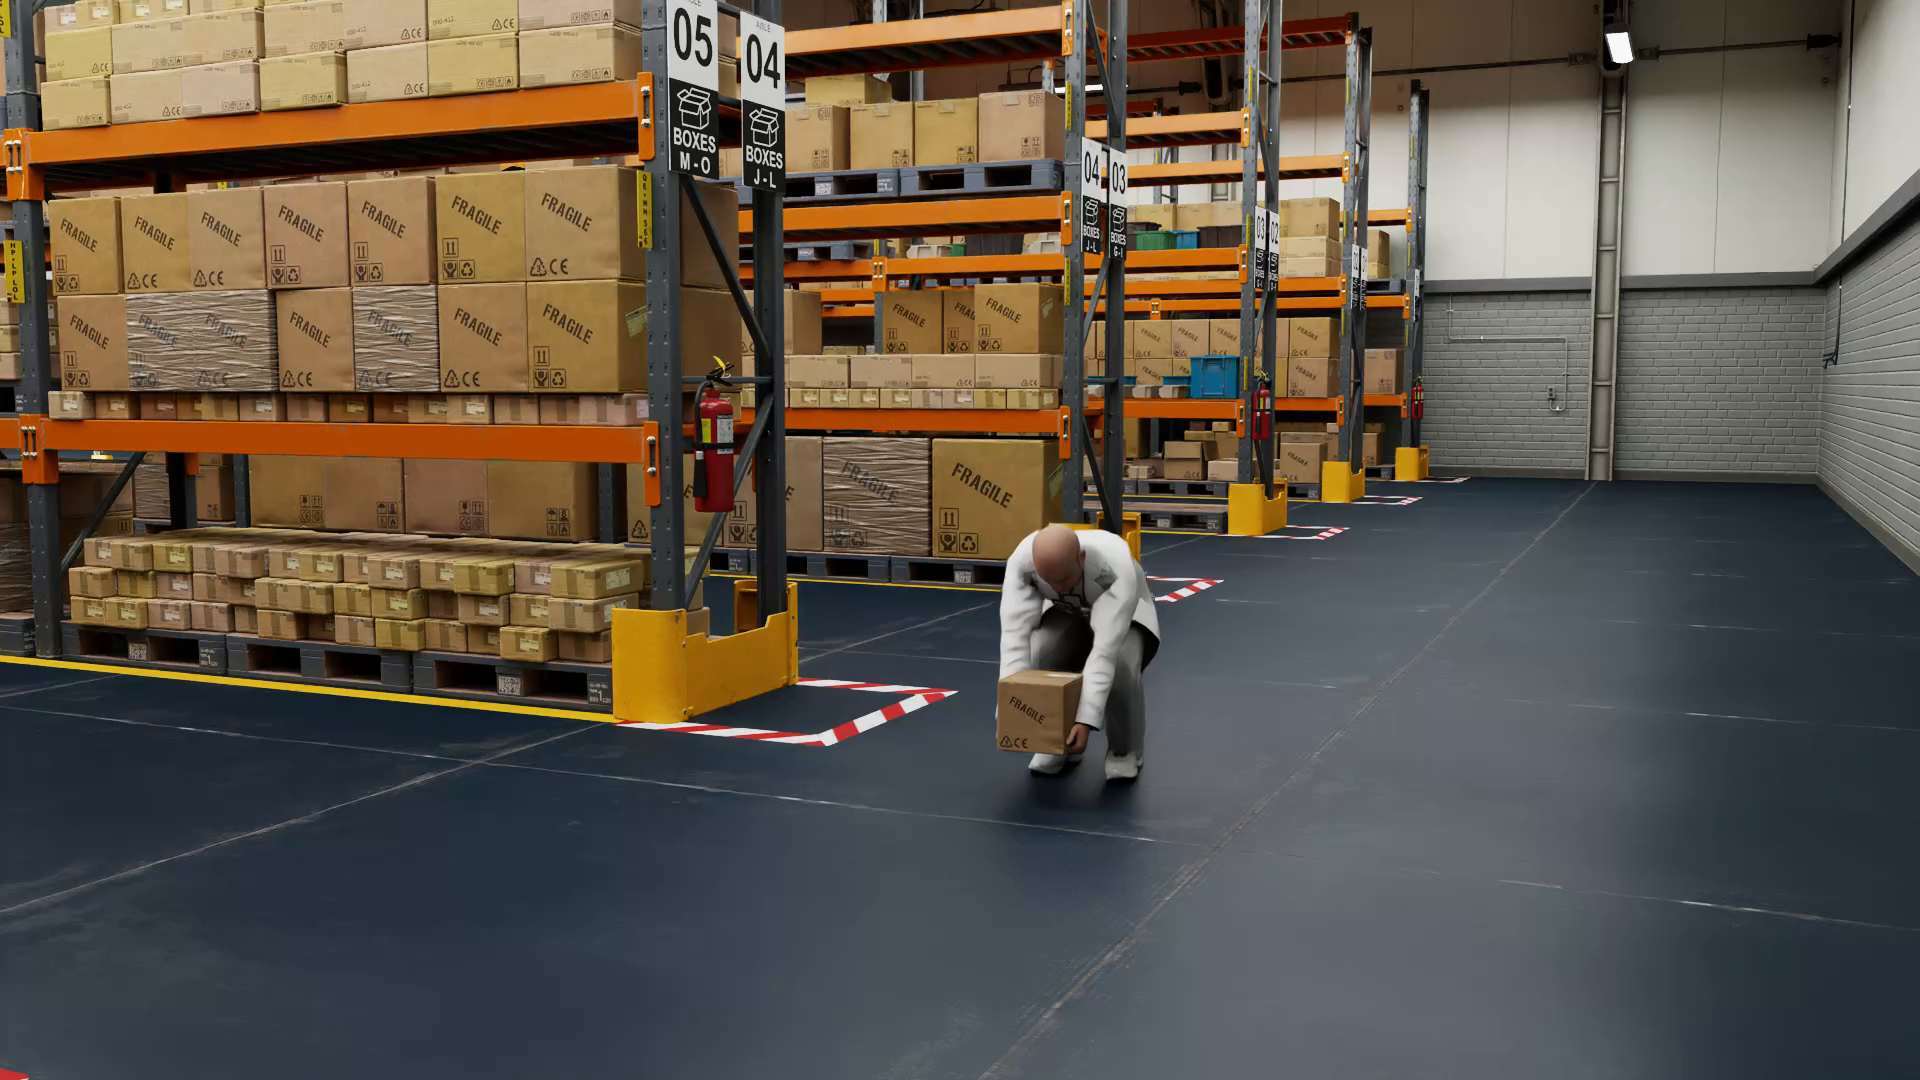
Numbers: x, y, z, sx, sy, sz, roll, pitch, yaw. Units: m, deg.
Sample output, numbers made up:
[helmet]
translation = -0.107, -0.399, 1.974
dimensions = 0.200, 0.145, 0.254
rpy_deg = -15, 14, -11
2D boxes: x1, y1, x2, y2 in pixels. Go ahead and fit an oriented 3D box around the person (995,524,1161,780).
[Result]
[person]
translation = 0.441, 0.426, 6.260
dimensions = 0.591, 0.970, 0.940
rpy_deg = 2, 6, 22
